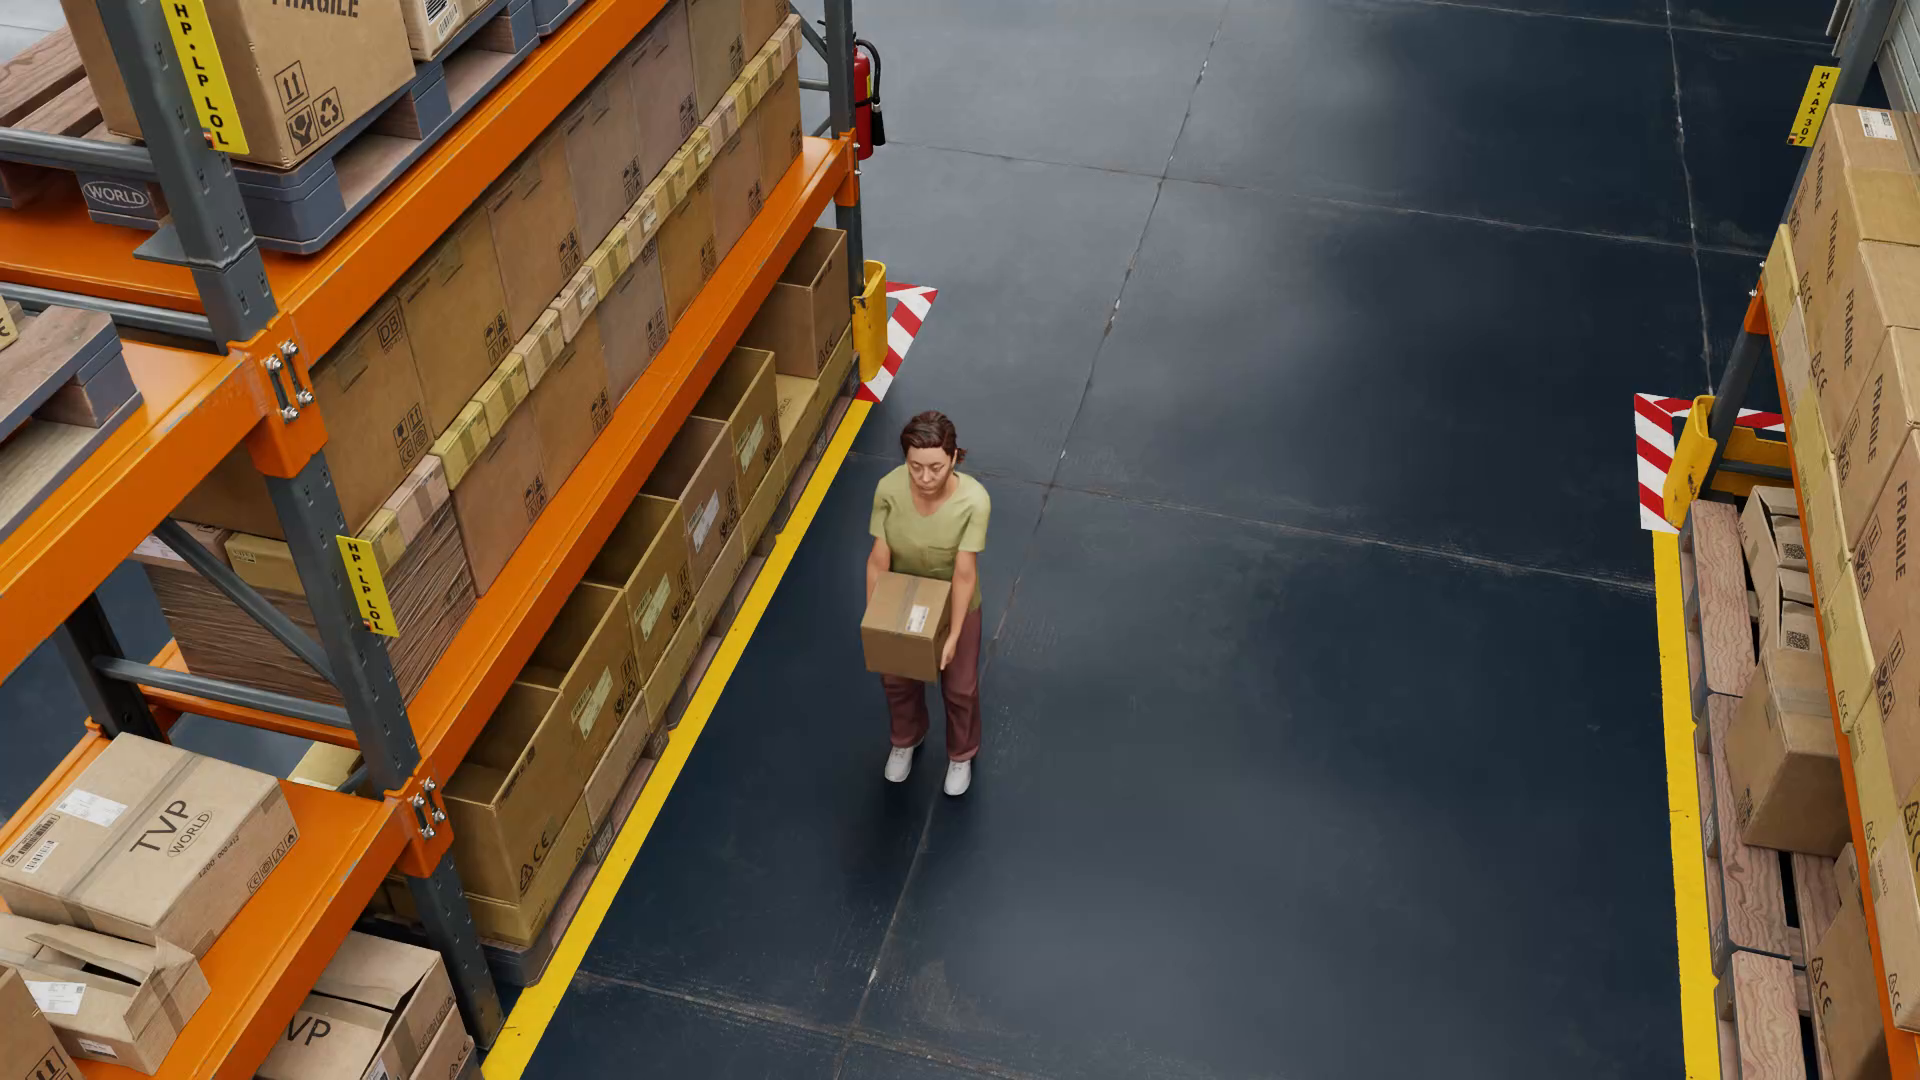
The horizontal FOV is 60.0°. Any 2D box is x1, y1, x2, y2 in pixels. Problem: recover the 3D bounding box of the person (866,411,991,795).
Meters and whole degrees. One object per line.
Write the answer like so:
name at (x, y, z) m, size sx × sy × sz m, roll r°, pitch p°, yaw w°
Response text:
person at (-0.119, 0.282, 5.848) m, size 0.408 × 1.667 × 0.501 m, roll 10°, pitch 42°, yaw 11°
